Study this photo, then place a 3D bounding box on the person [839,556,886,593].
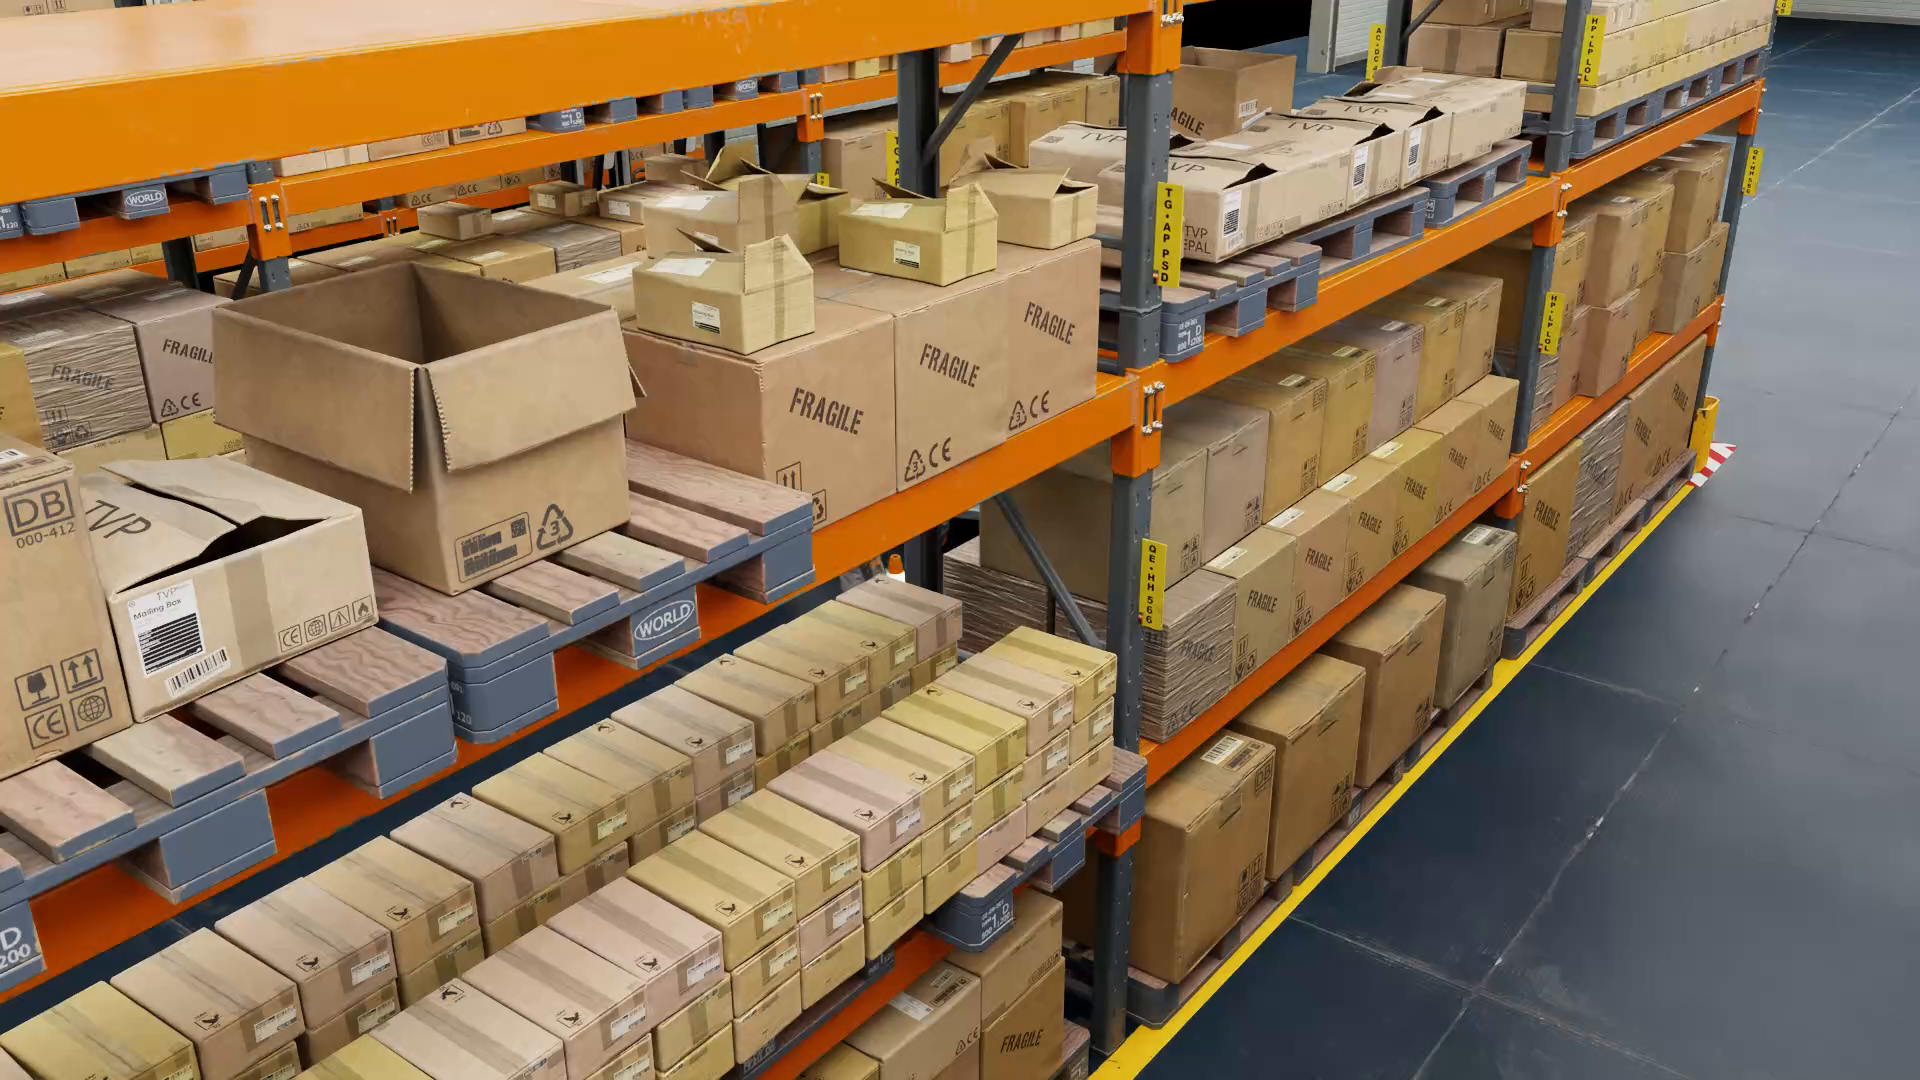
[{"bbox_3d":[-0.592,-0.233,9.608,0.600,1.683,0.434,17,29,33],"label":"person"}]
